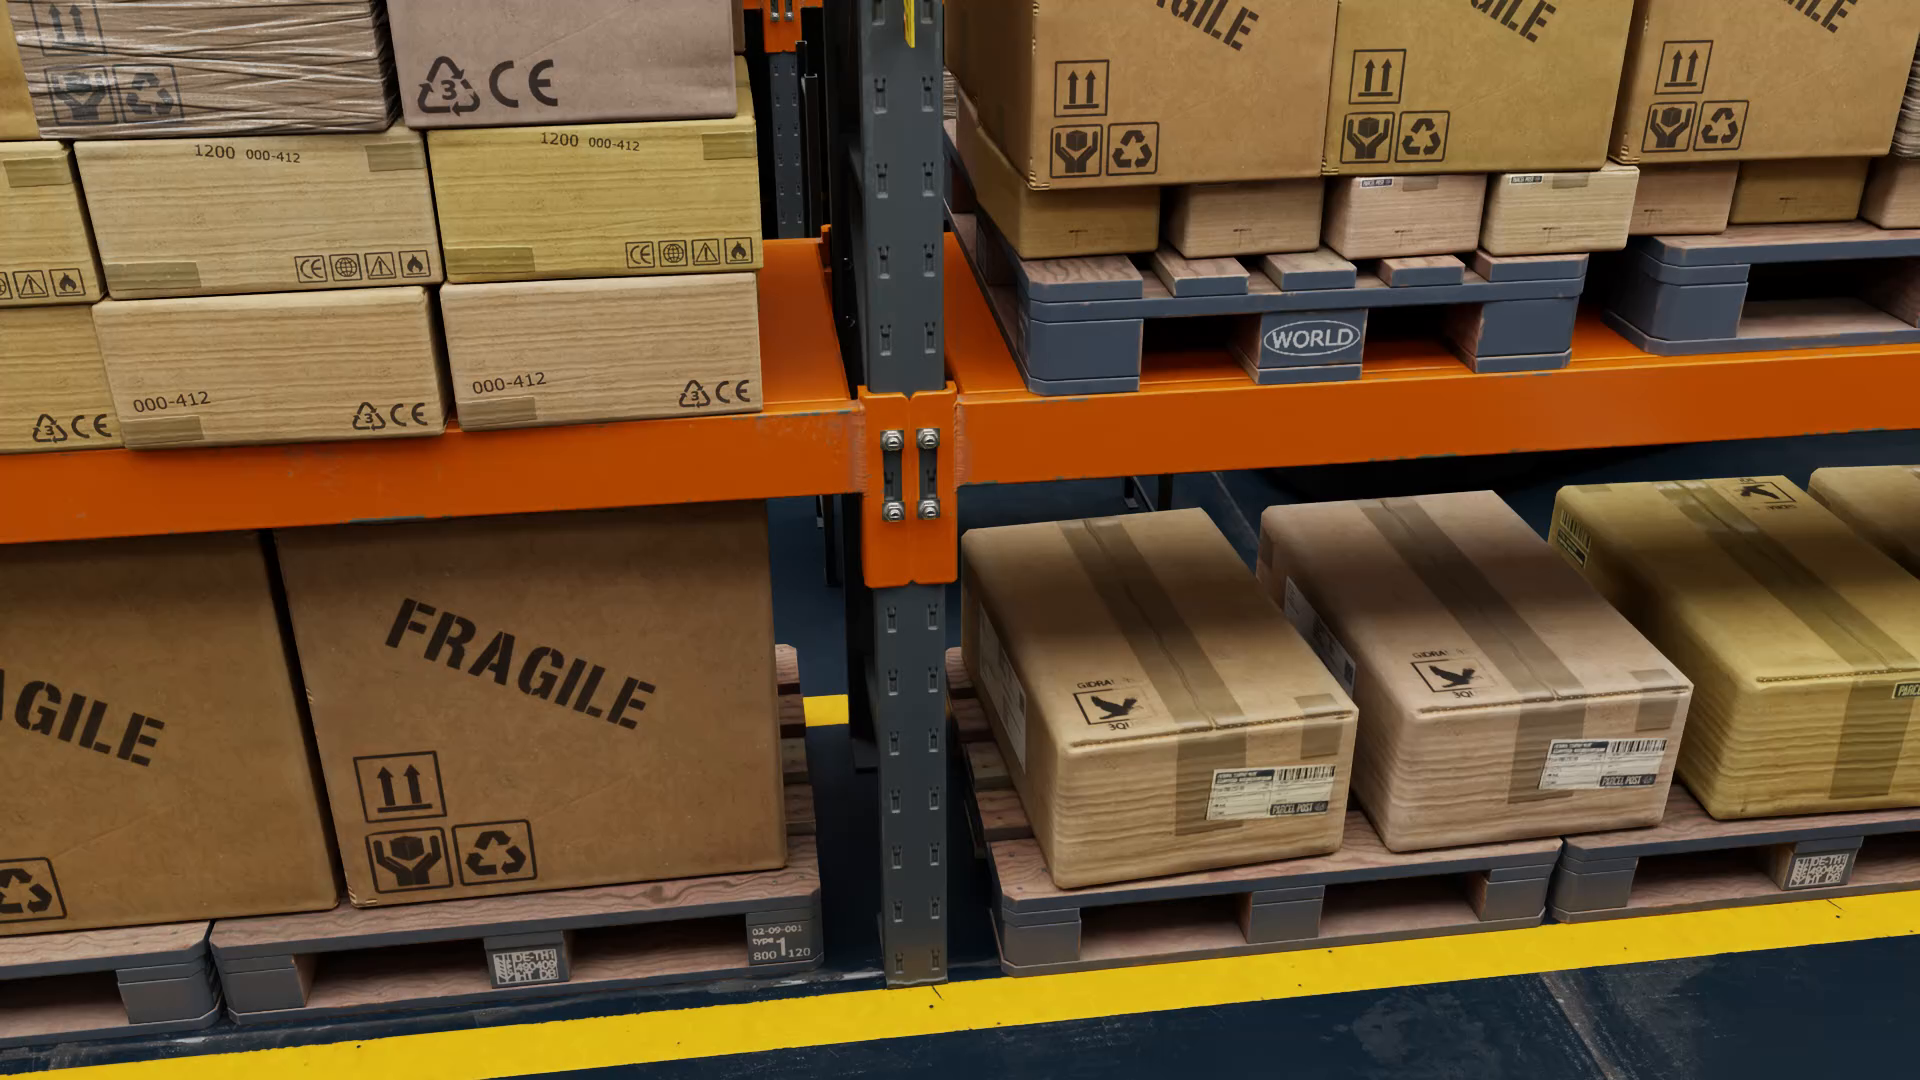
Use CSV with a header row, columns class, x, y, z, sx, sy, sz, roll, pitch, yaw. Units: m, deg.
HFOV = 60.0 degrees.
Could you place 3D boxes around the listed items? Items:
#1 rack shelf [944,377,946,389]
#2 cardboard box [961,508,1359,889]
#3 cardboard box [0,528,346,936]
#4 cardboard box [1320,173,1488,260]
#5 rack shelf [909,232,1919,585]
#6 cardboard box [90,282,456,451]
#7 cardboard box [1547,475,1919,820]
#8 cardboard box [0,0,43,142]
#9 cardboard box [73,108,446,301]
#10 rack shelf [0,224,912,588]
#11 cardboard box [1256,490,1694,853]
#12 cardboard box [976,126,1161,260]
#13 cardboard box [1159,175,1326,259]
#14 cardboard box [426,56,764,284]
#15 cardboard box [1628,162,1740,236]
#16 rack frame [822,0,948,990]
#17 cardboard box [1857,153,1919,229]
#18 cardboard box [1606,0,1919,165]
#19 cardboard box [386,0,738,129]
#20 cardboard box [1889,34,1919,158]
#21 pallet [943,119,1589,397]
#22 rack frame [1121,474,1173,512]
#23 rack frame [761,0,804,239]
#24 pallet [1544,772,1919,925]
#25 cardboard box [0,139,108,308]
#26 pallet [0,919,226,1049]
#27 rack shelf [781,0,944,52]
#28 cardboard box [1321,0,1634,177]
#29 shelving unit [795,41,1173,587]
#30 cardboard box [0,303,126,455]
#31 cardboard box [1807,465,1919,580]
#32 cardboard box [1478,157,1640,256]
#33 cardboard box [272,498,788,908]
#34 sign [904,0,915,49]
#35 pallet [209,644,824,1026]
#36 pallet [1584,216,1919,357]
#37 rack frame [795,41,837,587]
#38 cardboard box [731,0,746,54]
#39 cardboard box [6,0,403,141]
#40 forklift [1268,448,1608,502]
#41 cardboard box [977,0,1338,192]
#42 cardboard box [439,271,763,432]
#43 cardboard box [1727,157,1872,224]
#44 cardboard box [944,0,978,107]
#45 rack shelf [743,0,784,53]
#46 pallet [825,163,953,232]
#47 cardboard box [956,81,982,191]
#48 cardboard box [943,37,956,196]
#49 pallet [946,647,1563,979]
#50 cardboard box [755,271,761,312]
class,x,y,z,sx,sy,sz,roll,pitch,yaw
rack shelf,0.084,-0.513,5.000,1.000,0.185,0.538,-4,27,-7
cardboard box,0.403,0.317,3.766,0.625,0.372,0.950,-5,28,-11
cardboard box,-1.737,0.185,3.470,0.875,0.875,0.875,-3,27,-6
cardboard box,0.752,-0.645,3.037,0.250,0.149,0.380,-5,28,-10
rack shelf,1.823,-0.441,3.613,4.000,0.370,1.077,-4,27,-7
cardboard box,-1.126,-0.378,2.866,0.500,0.250,0.500,-3,27,-6
cardboard box,1.885,0.220,3.953,0.625,0.372,0.950,-3,27,-5
cardboard box,-1.633,-0.908,2.528,0.500,0.500,0.500,-4,27,-7
cardboard box,-1.109,-0.610,2.770,0.500,0.250,0.500,-4,27,-8
rack shelf,-2.138,-0.187,3.117,4.000,0.370,1.077,-4,27,-7
cardboard box,1.133,0.266,3.864,0.625,0.372,0.950,-4,27,-8
cardboard box,0.190,-0.646,3.038,0.250,0.149,0.380,-5,28,-10
cardboard box,0.475,-0.649,3.044,0.250,0.149,0.380,-5,28,-10
cardboard box,-0.602,-0.644,2.837,0.500,0.250,0.500,-4,27,-7
cardboard box,1.255,-0.704,3.152,0.250,0.149,0.380,-2,27,-4
rack frame,-0.158,-0.634,3.200,0.127,3.000,1.000,-4,27,-7
cardboard box,1.797,-0.727,3.196,0.250,0.149,0.380,-3,27,-5
cardboard box,1.360,-0.995,3.008,0.500,0.500,0.500,-3,27,-6
cardboard box,-0.633,-0.972,2.655,0.500,0.500,0.500,-4,27,-9
cardboard box,1.857,-1.023,3.063,0.500,0.500,0.500,-5,28,-9
pallet,0.533,-0.642,3.426,1.003,0.211,1.213,-4,27,-7
rack frame,0.588,-0.705,4.981,0.032,1.500,0.500,-4,27,-7
rack frame,-0.853,-2.878,7.573,0.127,3.000,1.000,-4,27,-7
pallet,1.822,0.481,4.081,1.213,0.211,1.003,-4,27,-7
cardboard box,-1.613,-0.568,2.688,0.500,0.250,0.500,-4,27,-8
pallet,-2.154,0.699,3.657,1.213,0.211,1.003,-4,27,-7
rack shelf,1.128,-2.685,7.985,4.000,0.370,1.077,-4,27,-7
cardboard box,0.835,-0.958,2.937,0.500,0.500,0.500,-2,27,-4
shelving unit,0.084,-0.673,4.918,1.048,1.500,0.538,-4,27,-7
cardboard box,-1.627,-0.354,2.818,0.500,0.250,0.500,-4,27,-8
cardboard box,2.573,0.175,4.041,0.625,0.372,0.950,-2,27,-4
cardboard box,1.027,-0.653,3.053,0.250,0.149,0.380,-4,27,-7
cardboard box,-0.853,0.131,3.577,0.875,0.875,0.875,-4,27,-8
sign,-0.077,-0.899,2.447,0.005,0.325,0.100,-4,27,-7
pallet,-0.949,0.622,3.806,1.213,0.211,1.003,-4,27,-7
pallet,1.797,-0.693,3.526,1.213,0.211,1.003,-4,27,-7
rack frame,-0.419,-0.640,4.855,0.032,1.500,0.500,-4,27,-7
cardboard box,-0.680,-1.203,3.104,0.500,0.500,0.500,-5,28,-9
cardboard box,-1.140,-0.936,2.584,0.500,0.500,0.500,-3,27,-6
forklift,2.308,-1.856,5.657,3.031,2.935,1.130,-13,30,-24
cardboard box,0.320,-0.922,2.866,0.500,0.500,0.500,-4,27,-9
cardboard box,-0.622,-0.418,2.943,0.500,0.250,0.500,-5,28,-9
cardboard box,1.529,-0.740,3.221,0.250,0.149,0.380,-3,27,-5
cardboard box,0.254,-1.153,3.315,0.500,0.500,0.500,-4,27,-9
rack shelf,-2.833,-2.431,7.489,4.000,0.370,1.077,-4,27,-7
pallet,-0.032,-1.672,8.277,1.213,0.211,1.003,-4,27,-7
cardboard box,0.134,-0.837,3.410,0.250,0.149,0.380,-3,27,-5
cardboard box,-0.233,-2.042,8.085,0.625,0.625,0.875,-3,27,-5
pallet,0.616,0.557,3.933,1.213,0.211,1.003,-4,27,-7
cardboard box,-0.677,-0.650,3.396,0.500,0.250,0.500,-4,27,-8
